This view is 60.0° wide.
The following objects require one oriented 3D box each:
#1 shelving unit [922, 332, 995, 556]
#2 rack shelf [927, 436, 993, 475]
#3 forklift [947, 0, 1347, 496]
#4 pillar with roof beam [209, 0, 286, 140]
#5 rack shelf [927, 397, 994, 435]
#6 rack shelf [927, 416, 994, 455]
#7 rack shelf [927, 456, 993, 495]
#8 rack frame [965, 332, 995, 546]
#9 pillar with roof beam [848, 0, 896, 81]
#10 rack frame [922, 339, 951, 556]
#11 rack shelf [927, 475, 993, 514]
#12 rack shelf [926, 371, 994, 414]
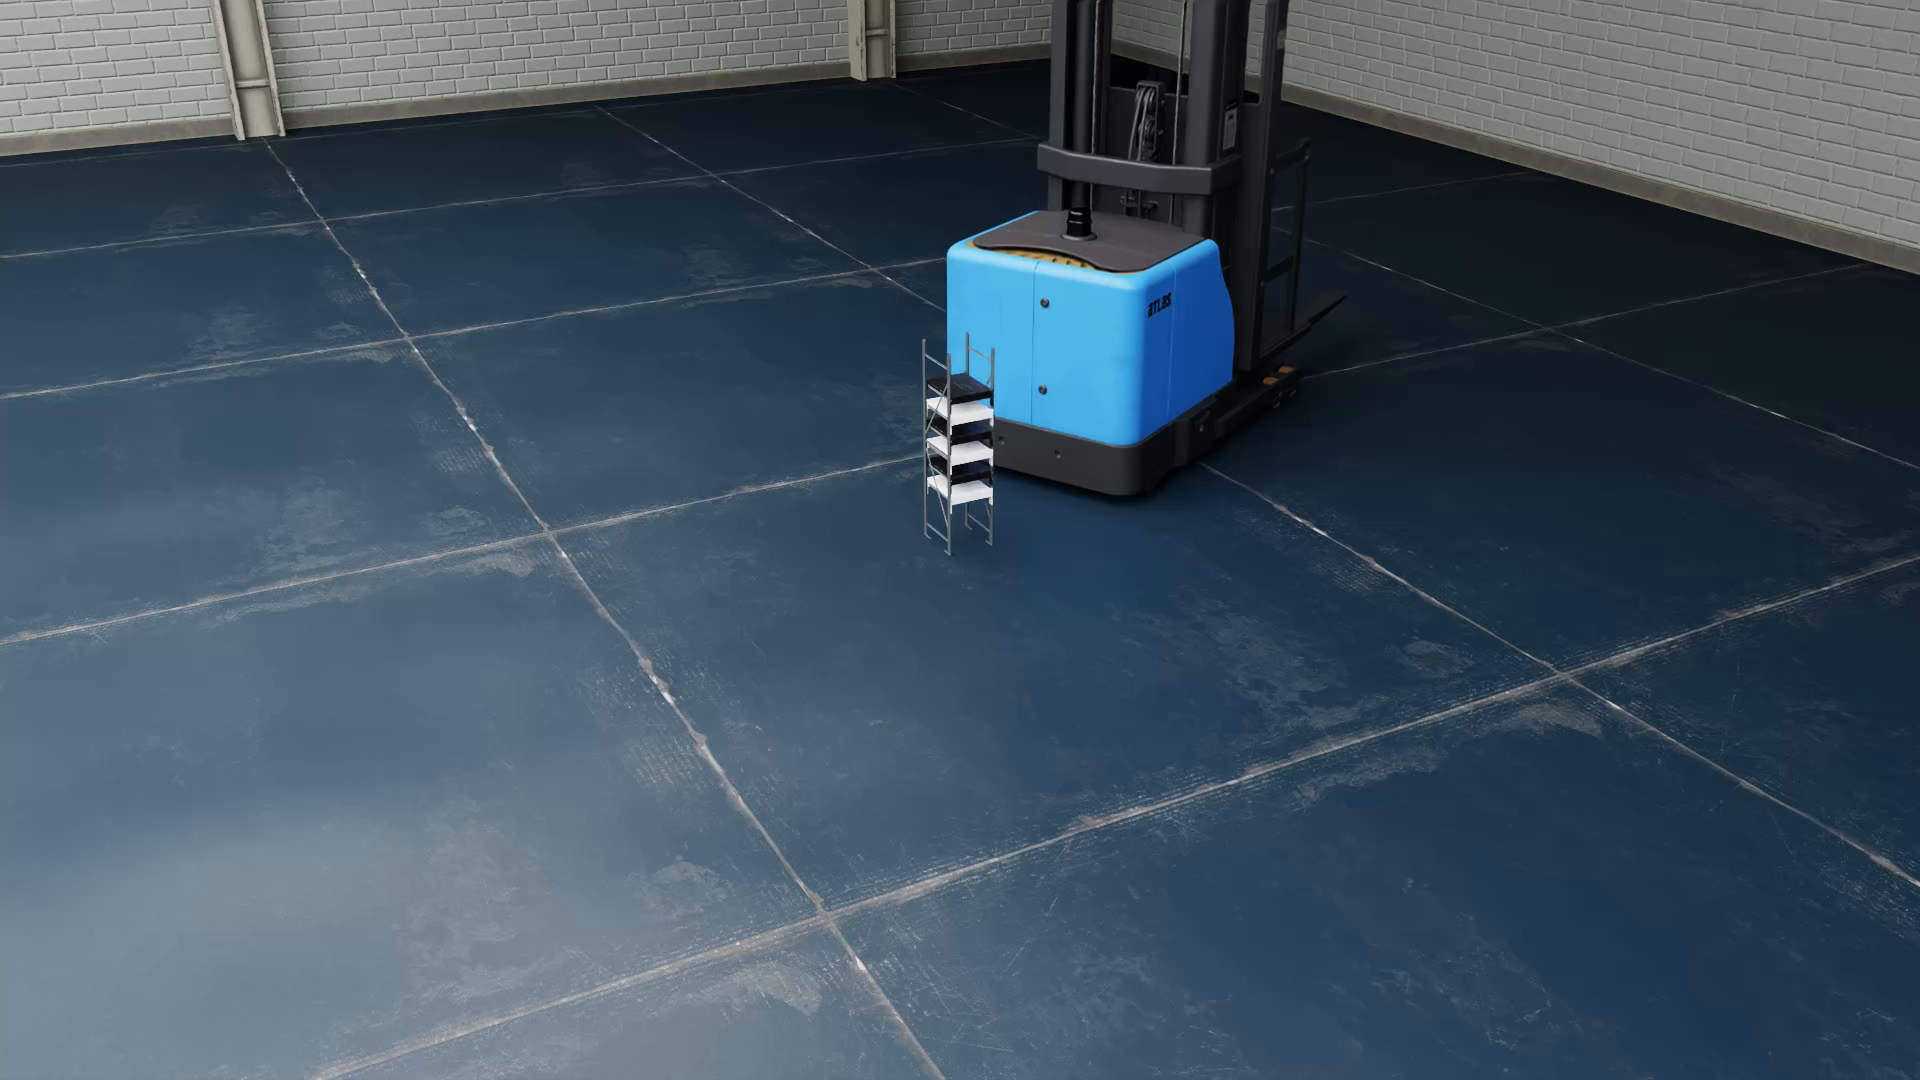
[{"bbox_3d":[-0.007,-0.404,7.052,0.210,0.900,0.258,-13,29,-25],"label":"shelving unit"},{"bbox_3d":[-0.007,-0.374,7.066,0.200,0.077,0.258,-13,29,-25],"label":"rack shelf"},{"bbox_3d":[1.158,-2.108,8.255,1.130,2.935,3.031,16,30,30],"label":"forklift"},{"bbox_3d":[-4.172,-6.003,9.356,0.400,9.000,9.100,-13,29,-25],"label":"pillar with roof beam"},{"bbox_3d":[-0.007,-0.536,6.988,0.200,0.077,0.258,-13,29,-25],"label":"rack shelf"},{"bbox_3d":[-0.007,-0.455,7.027,0.200,0.077,0.258,-13,29,-25],"label":"rack shelf"},{"bbox_3d":[-0.007,-0.293,7.105,0.200,0.077,0.258,-13,29,-25],"label":"rack shelf"},{"bbox_3d":[0.083,-0.425,7.095,0.006,0.900,0.240,-13,29,-25],"label":"rack frame"},{"bbox_3d":[1.123,-7.225,11.901,0.400,9.000,9.100,-13,29,-25],"label":"pillar with roof beam"},{"bbox_3d":[-0.097,-0.383,7.009,0.006,0.900,0.240,-13,29,-25],"label":"rack frame"},{"bbox_3d":[-0.007,-0.212,7.144,0.200,0.077,0.258,-13,29,-25],"label":"rack shelf"},{"bbox_3d":[-0.007,-0.617,6.949,0.200,0.077,0.258,-13,29,-25],"label":"rack shelf"}]
